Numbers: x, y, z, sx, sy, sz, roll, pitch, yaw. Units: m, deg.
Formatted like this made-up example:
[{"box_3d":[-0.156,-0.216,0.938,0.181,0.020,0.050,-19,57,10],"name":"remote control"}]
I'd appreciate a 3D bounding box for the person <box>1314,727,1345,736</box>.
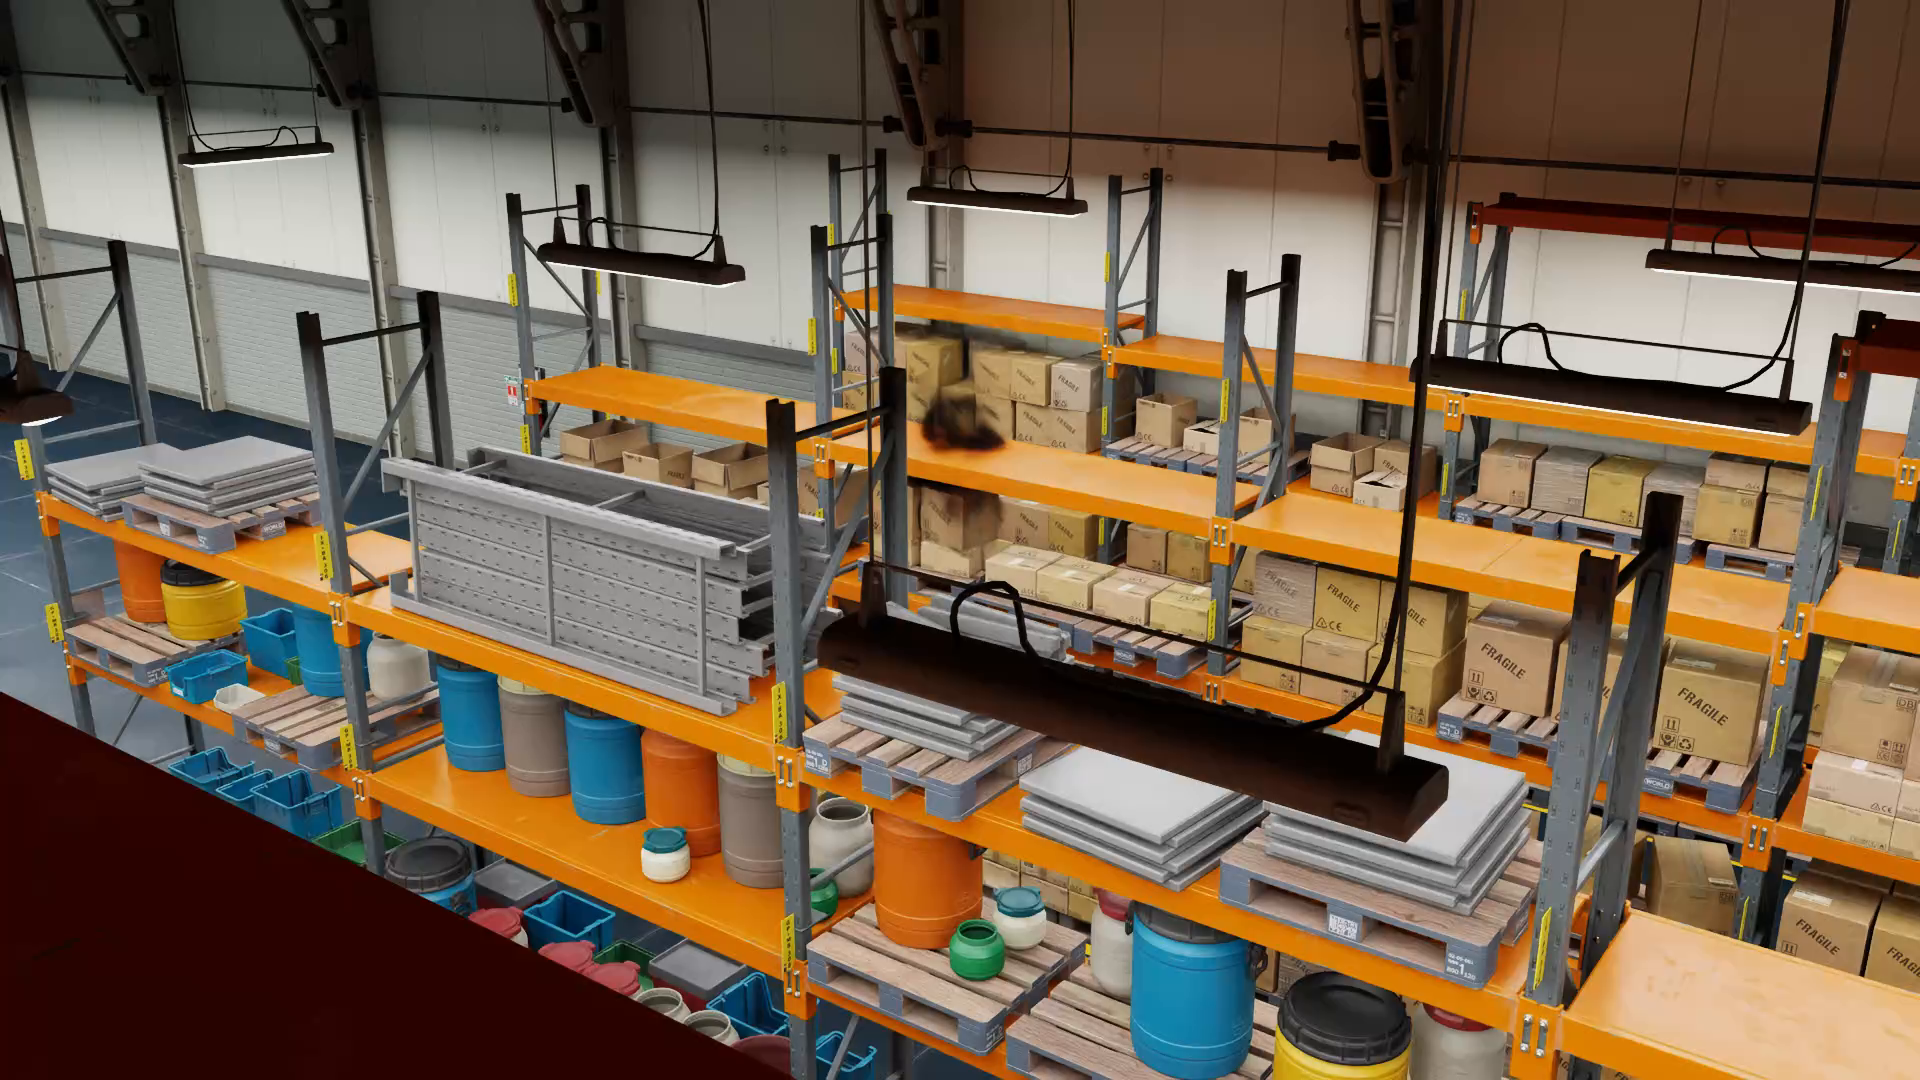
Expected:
[{"box_3d":[3.587,2.107,16.075,0.595,1.745,0.687,11,21,29],"name":"person"}]
